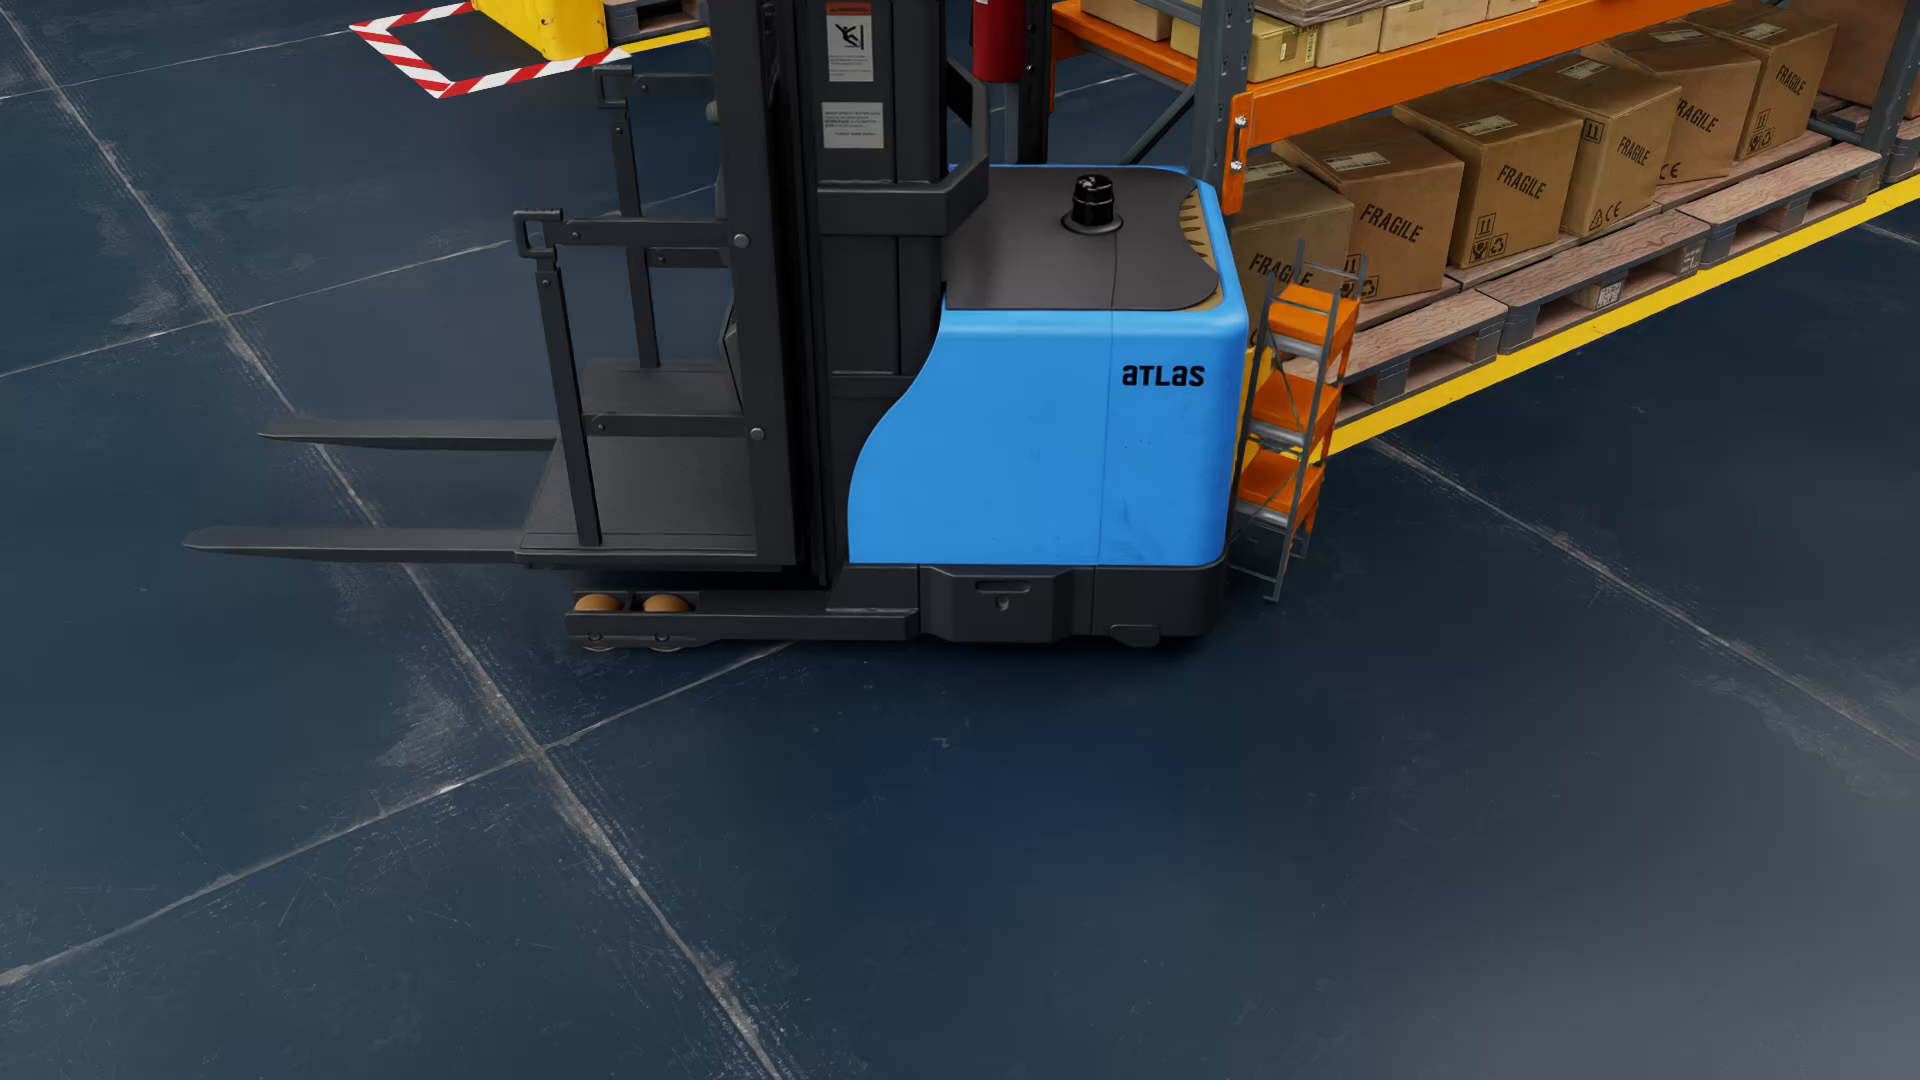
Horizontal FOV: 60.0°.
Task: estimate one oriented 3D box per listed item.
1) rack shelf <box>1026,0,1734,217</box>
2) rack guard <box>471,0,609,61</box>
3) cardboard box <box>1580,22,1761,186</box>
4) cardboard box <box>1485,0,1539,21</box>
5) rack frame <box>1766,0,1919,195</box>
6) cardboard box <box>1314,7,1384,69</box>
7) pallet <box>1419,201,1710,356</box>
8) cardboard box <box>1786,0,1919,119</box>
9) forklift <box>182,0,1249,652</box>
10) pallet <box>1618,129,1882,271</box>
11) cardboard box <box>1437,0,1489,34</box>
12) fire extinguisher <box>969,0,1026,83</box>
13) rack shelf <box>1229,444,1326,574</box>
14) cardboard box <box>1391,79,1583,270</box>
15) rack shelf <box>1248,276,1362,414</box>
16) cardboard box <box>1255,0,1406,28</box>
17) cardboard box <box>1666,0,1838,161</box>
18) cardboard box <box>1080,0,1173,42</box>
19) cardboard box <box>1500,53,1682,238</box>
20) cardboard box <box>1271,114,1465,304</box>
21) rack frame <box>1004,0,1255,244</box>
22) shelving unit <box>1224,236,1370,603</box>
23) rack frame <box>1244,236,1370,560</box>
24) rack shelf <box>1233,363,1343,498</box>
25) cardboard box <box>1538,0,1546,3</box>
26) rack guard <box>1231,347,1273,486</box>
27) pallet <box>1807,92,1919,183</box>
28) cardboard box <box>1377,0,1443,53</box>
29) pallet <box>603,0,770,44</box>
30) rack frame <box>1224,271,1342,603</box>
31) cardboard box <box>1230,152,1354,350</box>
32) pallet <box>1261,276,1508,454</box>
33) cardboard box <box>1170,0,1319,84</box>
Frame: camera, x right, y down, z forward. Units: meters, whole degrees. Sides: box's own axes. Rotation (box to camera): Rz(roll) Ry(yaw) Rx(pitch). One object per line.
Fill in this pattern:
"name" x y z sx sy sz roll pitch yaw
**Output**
"rack shelf" 2.120 -2.027 6.116 4.000 0.370 1.077 -22 41 -28
"rack guard" -2.333 -3.044 9.054 0.348 0.500 1.175 -22 41 -28
"cardboard box" 2.941 -1.836 7.015 0.500 0.500 0.500 -10 37 -14
"cardboard box" 1.685 -1.853 5.473 0.250 0.149 0.380 -22 41 -28
"rack frame" 3.755 -2.992 6.841 0.127 3.000 1.000 -22 41 -28
"cardboard box" 1.071 -1.602 5.123 0.250 0.149 0.380 -22 41 -28
"pallet" 2.228 -1.205 6.744 1.213 0.211 1.003 -22 41 -28
"cardboard box" 4.269 -2.352 7.716 0.500 0.500 0.700 -26 43 -31
"forklift" -0.753 -1.175 4.374 3.031 2.935 1.130 1 36 1
"pallet" 3.226 -1.617 7.318 1.213 0.211 1.003 -22 41 -28
"cardboard box" 1.476 -1.773 5.361 0.250 0.149 0.380 -22 41 -28
"fire extinguisher" 0.126 -1.797 5.245 0.183 0.674 0.296 -22 41 -28
"rack shelf" 0.935 -0.097 4.970 0.215 0.259 0.240 20 40 21
"cardboard box" 1.997 -1.423 6.441 0.500 0.500 0.500 -18 40 -24
"rack shelf" 0.959 -0.544 4.631 0.215 0.259 0.240 20 40 21
"cardboard box" 0.951 -1.980 5.094 0.500 0.500 0.875 -22 41 -28
"cardboard box" 3.405 -2.032 7.288 0.500 0.500 0.500 -24 42 -29
"cardboard box" 0.599 -1.739 5.314 0.250 0.149 0.380 -22 41 -28
"cardboard box" 2.479 -1.590 6.673 0.500 0.500 0.500 -26 43 -32
"cardboard box" 1.474 -1.222 6.161 0.500 0.500 0.500 -12 37 -16
"rack frame" 0.485 -1.647 4.971 0.127 3.000 1.000 -22 41 -28
"shelving unit" 0.947 -0.327 4.796 0.215 1.050 0.252 20 40 21
"rack frame" 1.006 -0.389 4.883 0.200 1.050 0.008 20 40 21
"rack shelf" 0.947 -0.318 4.802 0.215 0.259 0.240 20 40 21
"cardboard box" 1.874 -1.950 5.608 0.250 0.149 0.380 -22 41 -28
"rack guard" 0.548 -0.657 5.736 0.348 0.500 1.175 -22 41 -28
"pallet" 4.391 -2.123 8.021 1.213 0.211 1.003 -22 41 -28
"cardboard box" 1.284 -1.679 5.230 0.250 0.149 0.380 -22 41 -28
"pallet" -1.666 -3.197 9.515 1.213 0.211 1.003 -22 41 -28
"rack frame" 0.889 -0.264 4.709 0.200 1.050 0.008 20 40 21
"cardboard box" 1.005 -1.004 5.859 0.500 0.500 0.500 -15 38 -20
"pallet" 1.232 -0.797 6.177 1.213 0.211 1.003 -22 41 -28
"cardboard box" 0.856 -1.527 5.019 0.250 0.149 0.380 -22 41 -28
